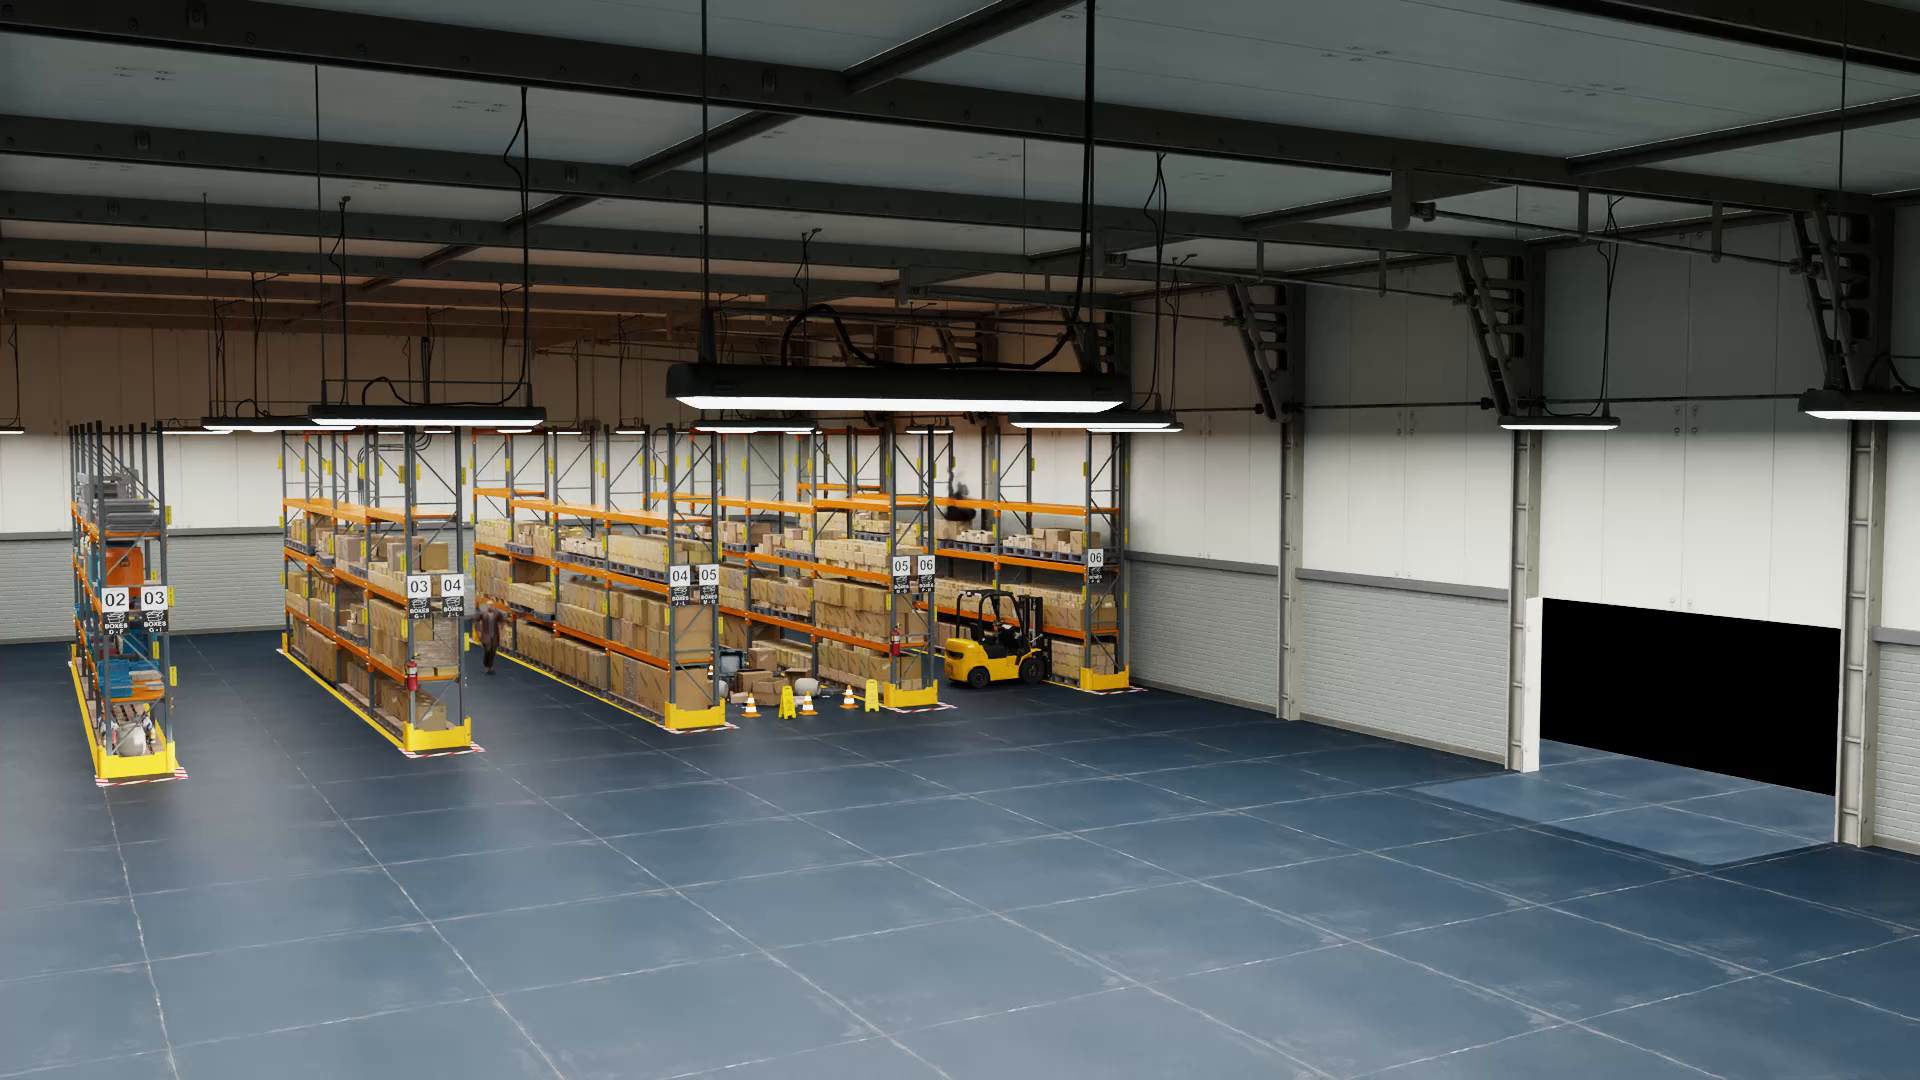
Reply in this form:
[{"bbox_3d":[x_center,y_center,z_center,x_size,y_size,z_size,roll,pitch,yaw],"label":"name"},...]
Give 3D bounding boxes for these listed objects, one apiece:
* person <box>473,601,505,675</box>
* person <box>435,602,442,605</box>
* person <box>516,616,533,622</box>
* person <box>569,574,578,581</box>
[{"bbox_3d":[-11.365,2.362,40.281,0.701,1.792,0.766,-2,4,-30],"label":"person"},{"bbox_3d":[-13.980,2.066,44.719,0.677,1.809,0.737,-2,4,-27],"label":"person"},{"bbox_3d":[-12.823,1.912,48.396,0.890,1.661,0.637,1,4,18],"label":"person"},{"bbox_3d":[-11.428,1.846,49.437,0.828,1.693,0.560,-1,4,-22],"label":"person"}]
